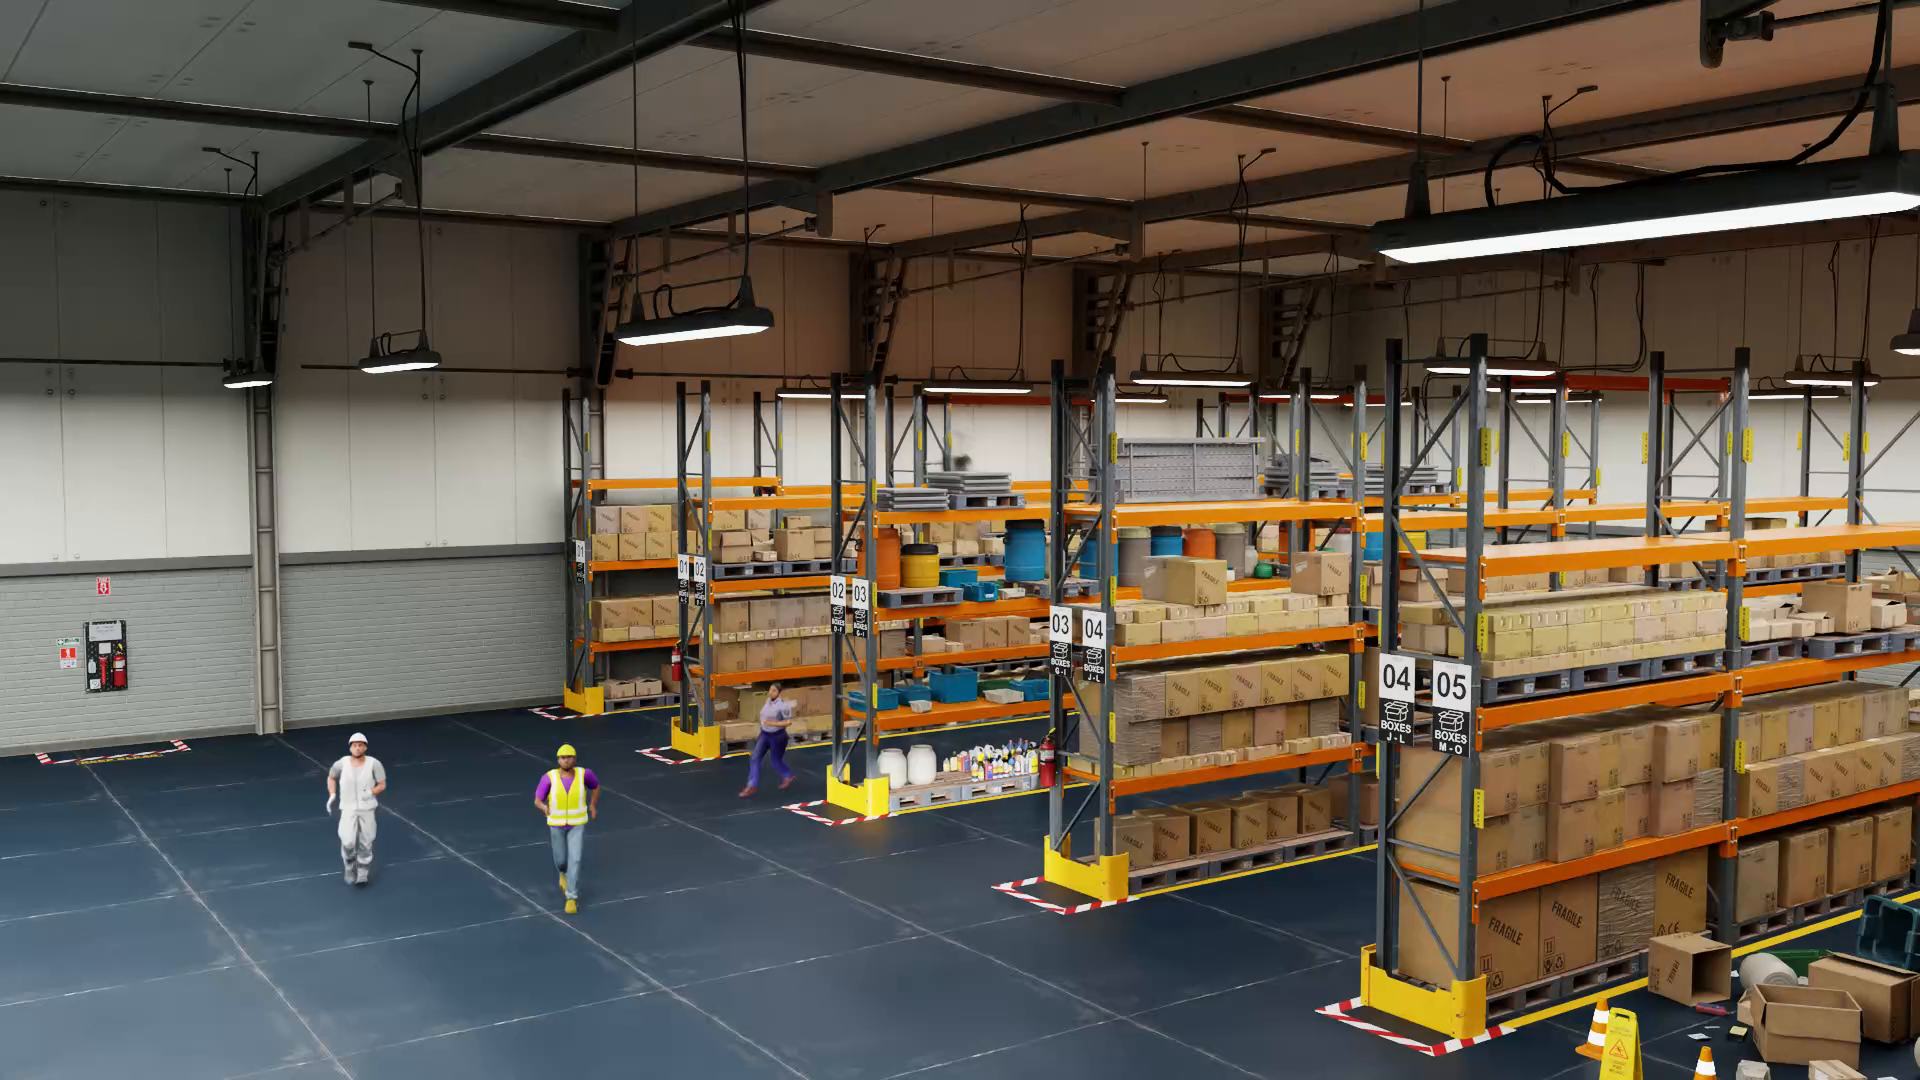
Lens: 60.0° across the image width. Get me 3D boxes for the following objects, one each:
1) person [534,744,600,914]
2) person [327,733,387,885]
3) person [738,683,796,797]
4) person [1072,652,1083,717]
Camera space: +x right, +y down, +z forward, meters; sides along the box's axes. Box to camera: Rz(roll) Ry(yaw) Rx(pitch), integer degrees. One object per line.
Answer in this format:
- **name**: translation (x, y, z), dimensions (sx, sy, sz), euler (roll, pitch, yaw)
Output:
- **person**: translation (-4.287, 3.108, 18.169), dimensions (0.700, 1.761, 0.957), euler (-1, 4, -12)
- **person**: translation (-6.824, 3.060, 18.822), dimensions (0.646, 1.742, 0.650), euler (-1, 4, -19)
- **person**: translation (-2.636, 2.823, 23.685), dimensions (0.646, 1.609, 0.918), euler (3, 5, 38)
- **person**: translation (2.062, 2.501, 27.845), dimensions (0.733, 1.814, 0.688), euler (-3, 5, -42)
